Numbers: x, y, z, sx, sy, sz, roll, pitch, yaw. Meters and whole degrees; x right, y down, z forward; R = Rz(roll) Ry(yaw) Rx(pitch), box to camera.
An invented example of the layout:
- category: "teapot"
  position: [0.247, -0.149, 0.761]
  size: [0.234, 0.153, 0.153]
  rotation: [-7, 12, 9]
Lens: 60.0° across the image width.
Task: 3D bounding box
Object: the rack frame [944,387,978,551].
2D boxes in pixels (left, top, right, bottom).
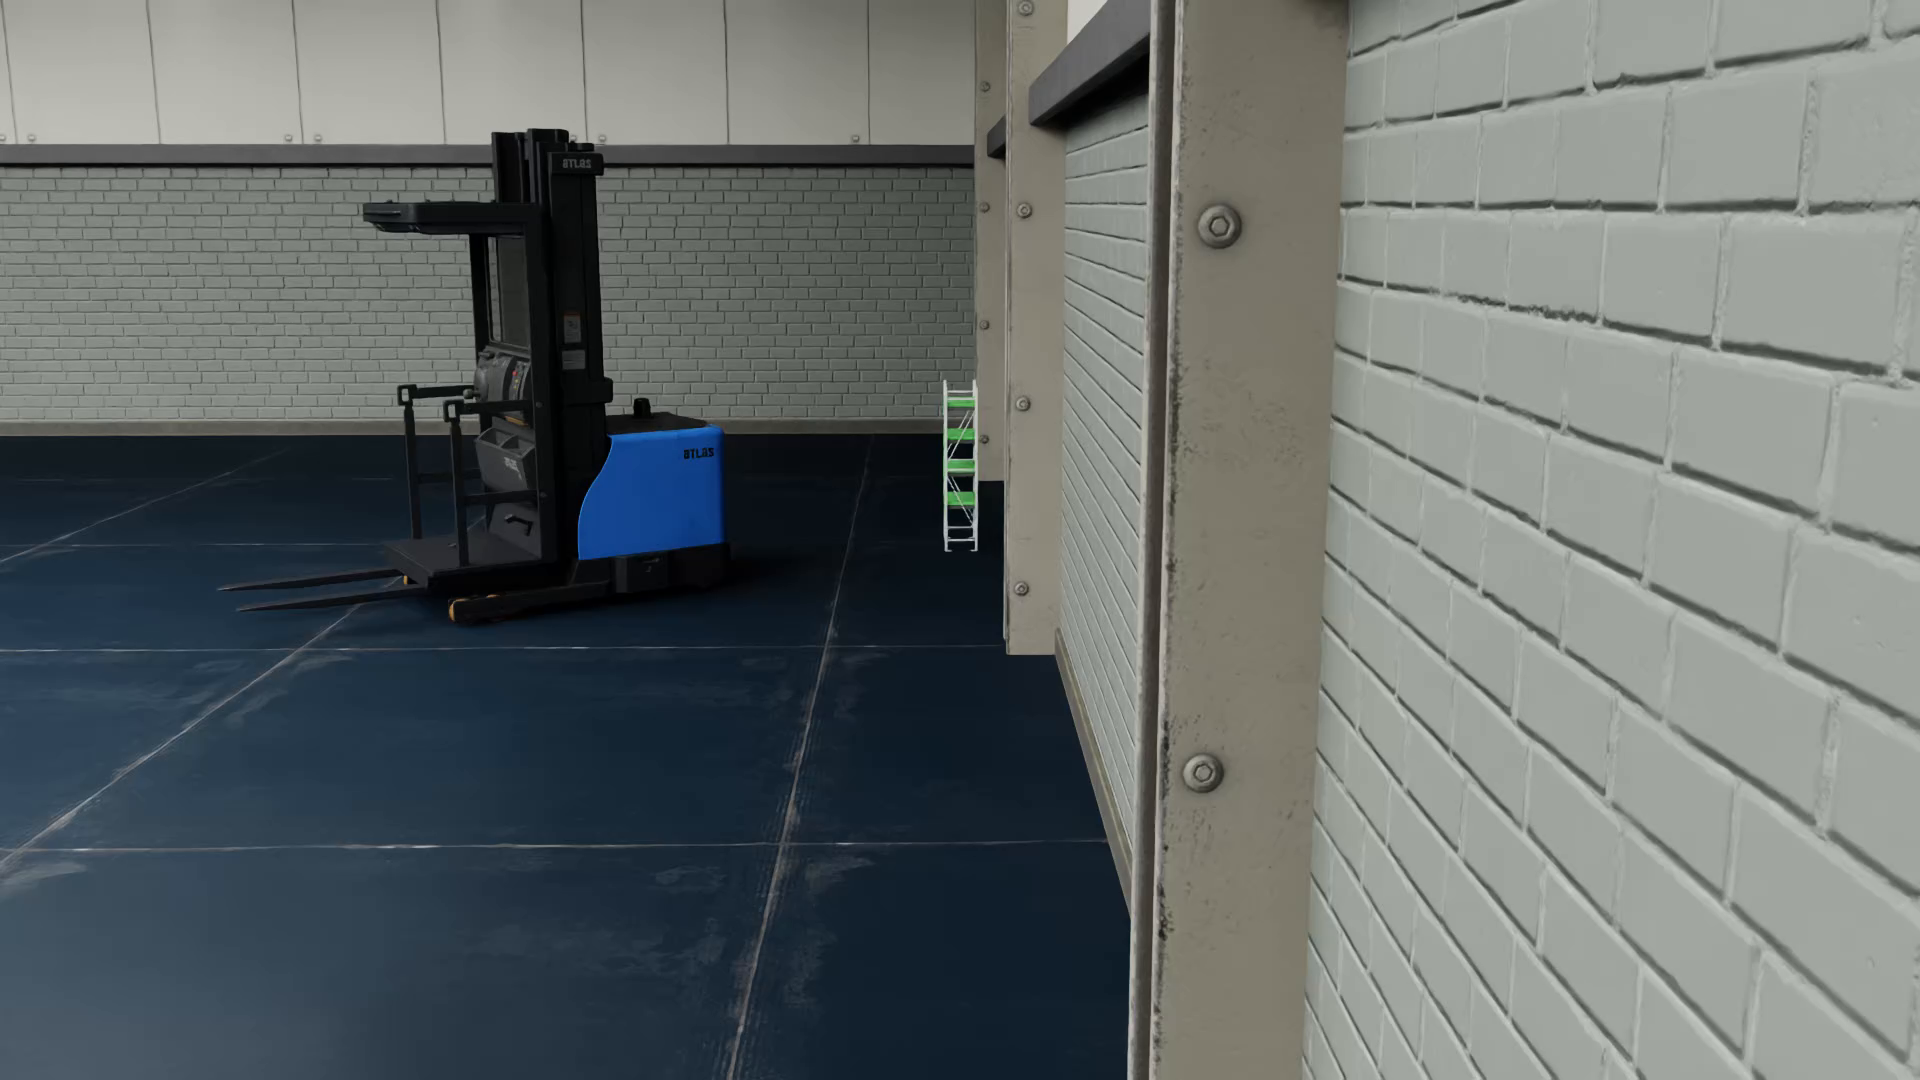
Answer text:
- category: "rack frame"
  position: [0.008, -0.507, 12.039]
  size: [0.240, 1.200, 0.015]
  rotation: [0, 11, -1]

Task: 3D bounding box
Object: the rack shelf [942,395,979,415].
- category: "rack shelf"
  position: [0.003, -0.963, 12.195]
  size: [0.258, 0.148, 0.480]
  rotation: [0, 11, -1]

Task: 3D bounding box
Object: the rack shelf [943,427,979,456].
- category: "rack shelf"
  position: [0.003, -0.728, 12.243]
  size: [0.258, 0.148, 0.480]
  rotation: [0, 11, -1]

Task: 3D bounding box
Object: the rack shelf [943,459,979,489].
- category: "rack shelf"
  position: [0.003, -0.492, 12.290]
  size: [0.258, 0.148, 0.480]
  rotation: [0, 11, -1]

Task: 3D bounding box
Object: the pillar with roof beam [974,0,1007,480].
- category: "pillar with roof beam"
  position: [-4.015, -4.979, 14.466]
  size: [9.100, 9.000, 0.400]
  rotation: [0, 11, -1]

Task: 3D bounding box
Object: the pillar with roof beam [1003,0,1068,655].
- category: "pillar with roof beam"
  position: [-3.891, -3.786, 8.587]
  size: [9.100, 9.000, 0.400]
  rotation: [0, 11, -1]

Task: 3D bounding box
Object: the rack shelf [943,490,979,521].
- category: "rack shelf"
  position: [0.003, -0.257, 12.338]
  size: [0.258, 0.148, 0.480]
  rotation: [0, 11, -1]

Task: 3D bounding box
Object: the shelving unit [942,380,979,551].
- category: "shelving unit"
  position: [0.003, -0.555, 12.278]
  size: [0.258, 1.200, 0.503]
  rotation: [0, 11, -1]

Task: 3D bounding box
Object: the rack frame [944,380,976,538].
- category: "rack frame"
  position: [-0.002, -0.604, 12.517]
  size: [0.240, 1.200, 0.015]
  rotation: [0, 11, -1]

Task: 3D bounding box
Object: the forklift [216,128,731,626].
- category: "forklift"
  position: [-3.031, -1.039, 10.309]
  size: [3.031, 2.935, 1.130]
  rotation: [-7, 14, -33]
